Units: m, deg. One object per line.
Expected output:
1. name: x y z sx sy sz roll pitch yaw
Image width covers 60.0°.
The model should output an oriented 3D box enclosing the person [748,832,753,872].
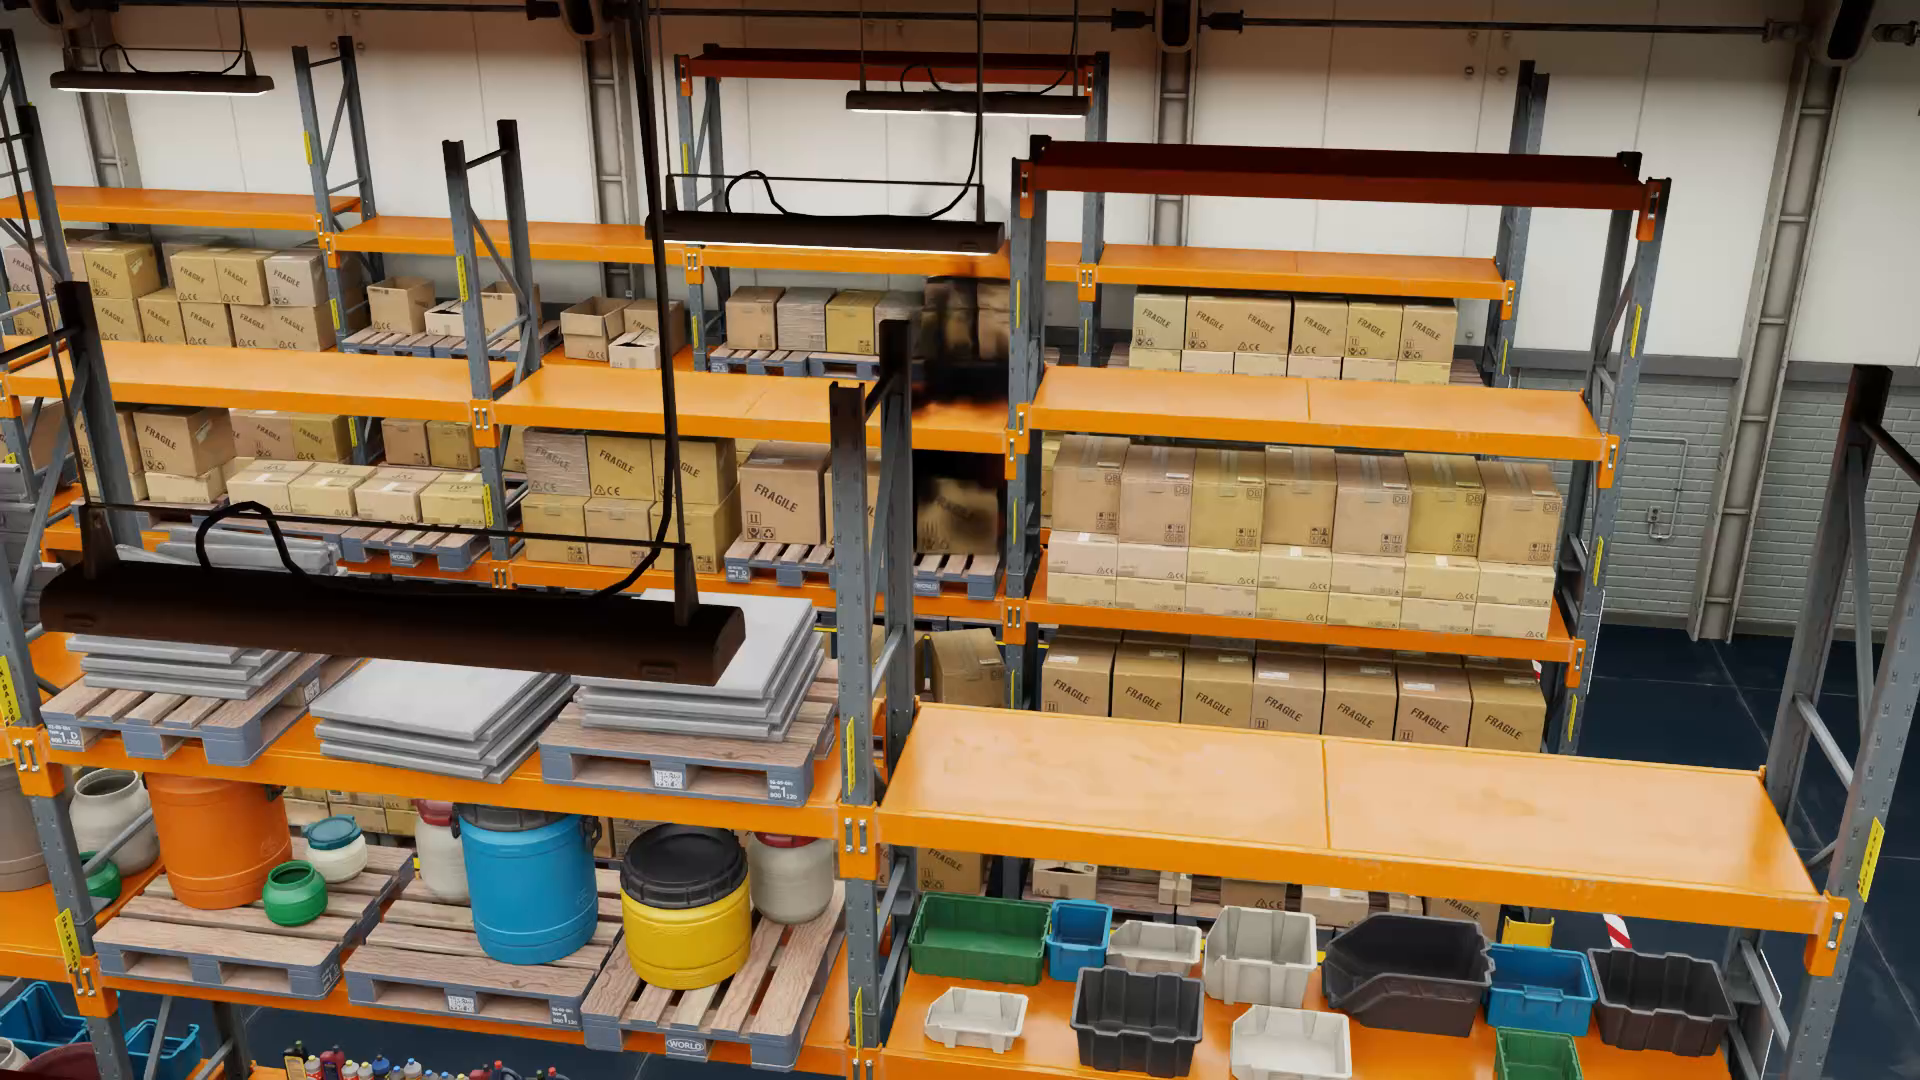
1. person: -1.254 2.546 11.418 0.555 1.784 0.669 2 23 4
